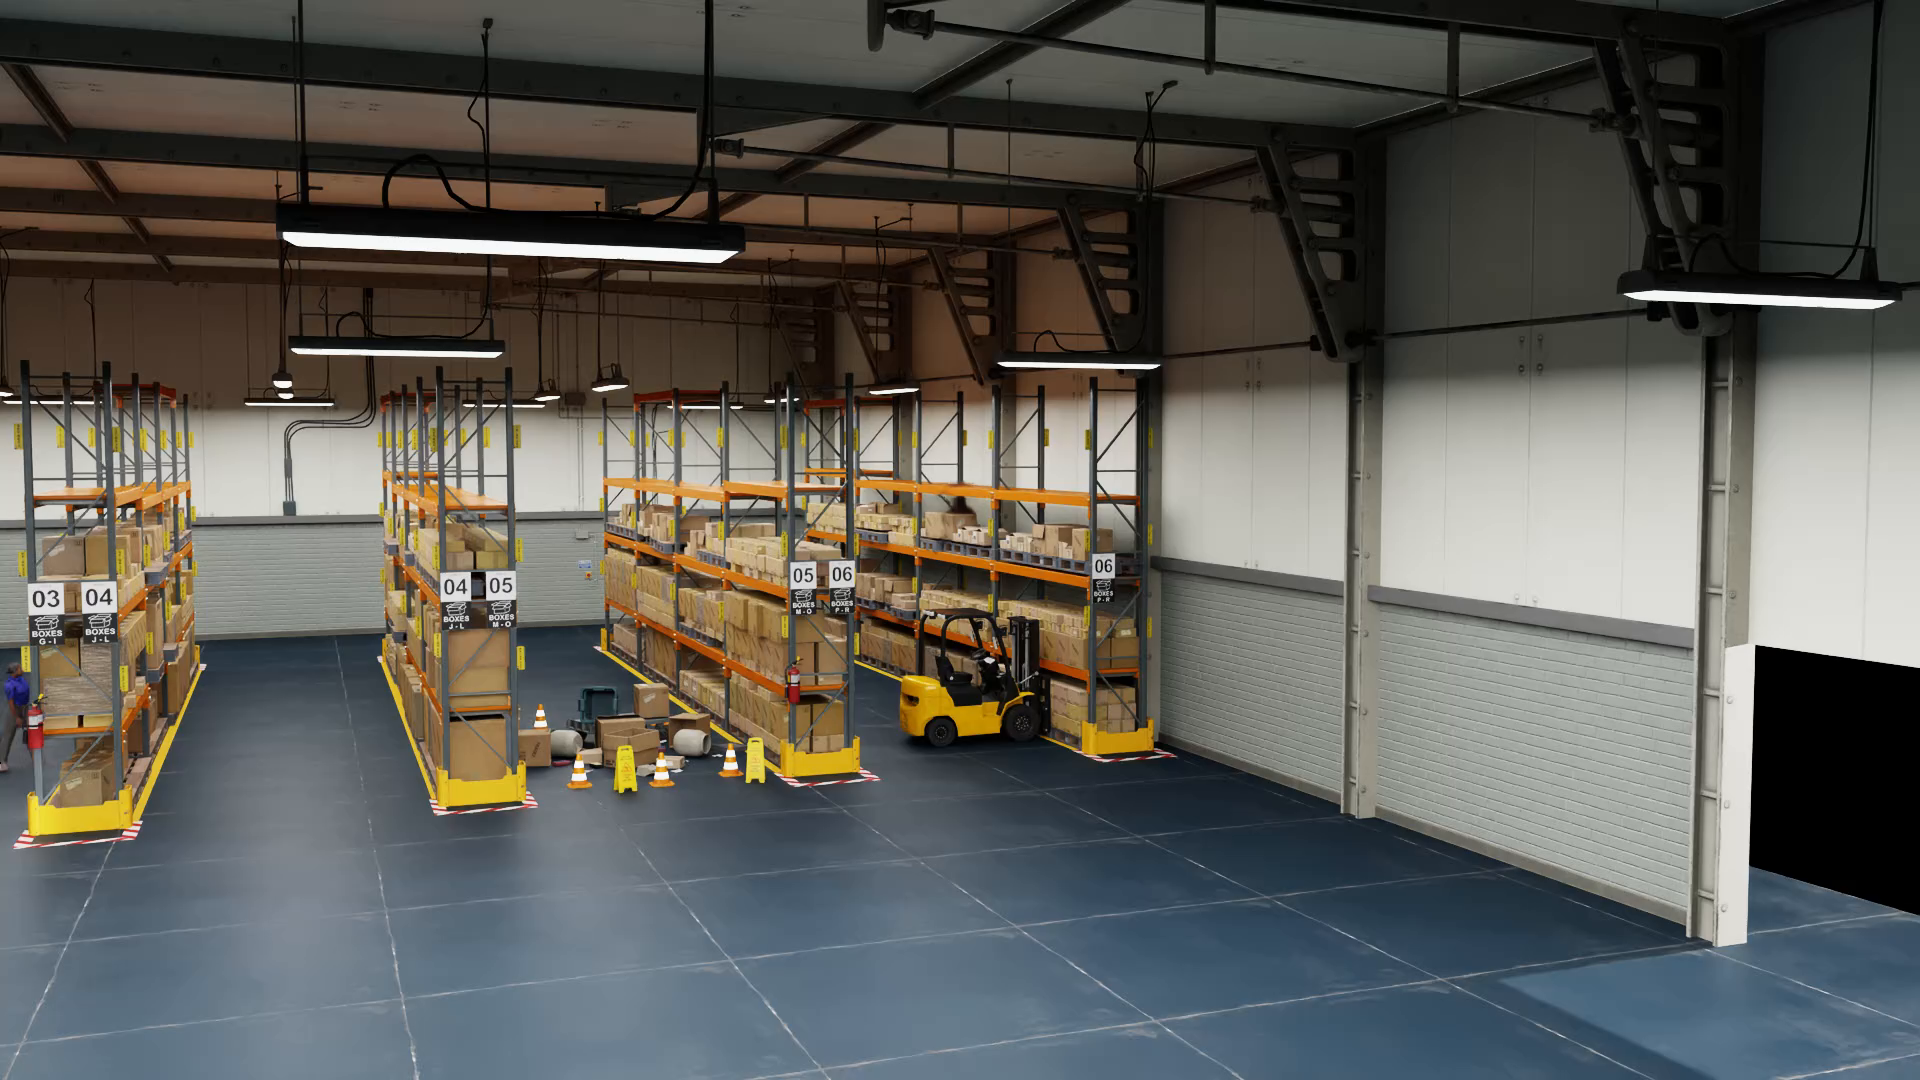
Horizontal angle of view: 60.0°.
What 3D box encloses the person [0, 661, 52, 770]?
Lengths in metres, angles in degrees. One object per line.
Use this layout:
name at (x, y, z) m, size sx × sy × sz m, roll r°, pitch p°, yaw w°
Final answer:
person at (-14.278, 2.666, 25.293) m, size 0.560 × 1.677 × 0.634 m, roll 1°, pitch 4°, yaw 11°
